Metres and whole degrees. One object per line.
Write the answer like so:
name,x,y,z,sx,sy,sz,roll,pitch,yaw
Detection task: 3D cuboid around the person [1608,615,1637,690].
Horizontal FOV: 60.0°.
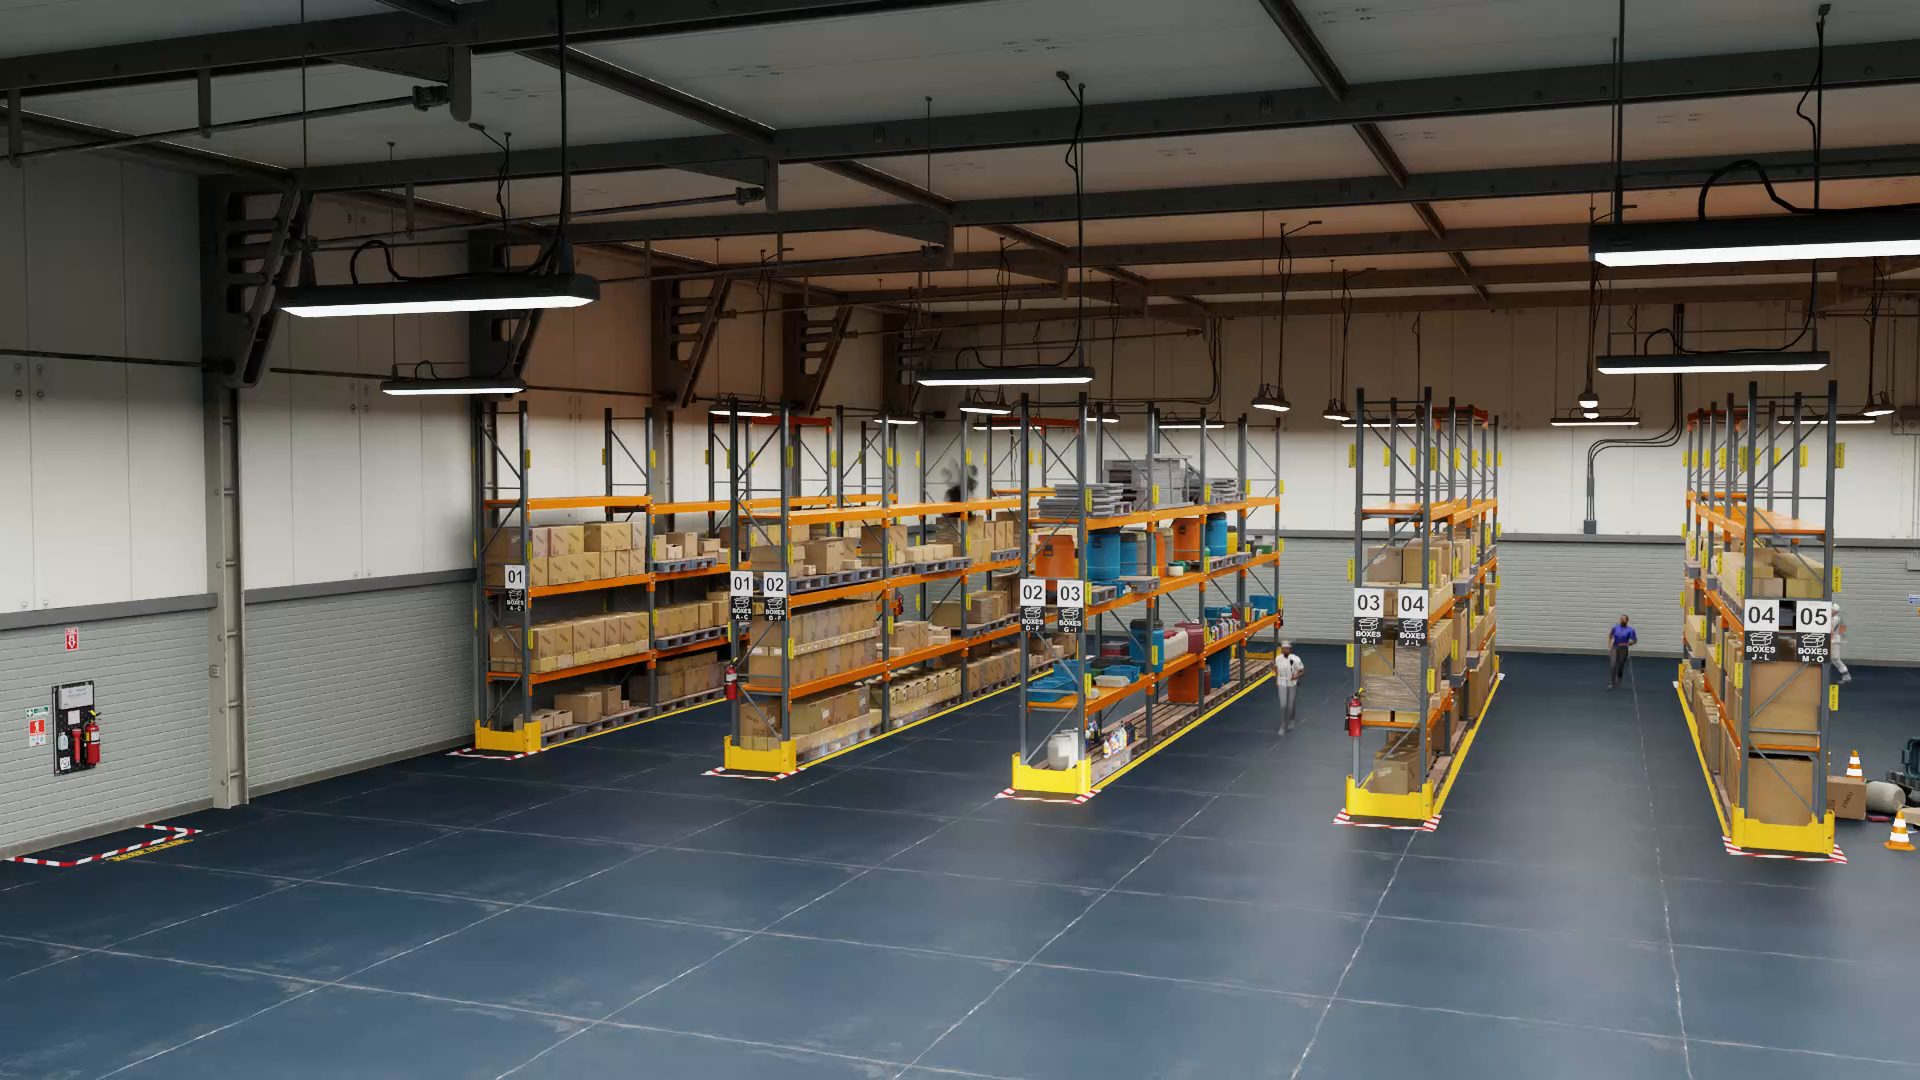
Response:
person,14.463,2.453,36.330,0.618,1.627,0.793,2,3,35

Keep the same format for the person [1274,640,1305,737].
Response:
person,6.007,2.679,30.332,0.575,1.736,0.812,1,3,18

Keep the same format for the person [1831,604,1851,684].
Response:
person,19.236,2.324,36.676,0.777,1.847,0.645,1,3,21
